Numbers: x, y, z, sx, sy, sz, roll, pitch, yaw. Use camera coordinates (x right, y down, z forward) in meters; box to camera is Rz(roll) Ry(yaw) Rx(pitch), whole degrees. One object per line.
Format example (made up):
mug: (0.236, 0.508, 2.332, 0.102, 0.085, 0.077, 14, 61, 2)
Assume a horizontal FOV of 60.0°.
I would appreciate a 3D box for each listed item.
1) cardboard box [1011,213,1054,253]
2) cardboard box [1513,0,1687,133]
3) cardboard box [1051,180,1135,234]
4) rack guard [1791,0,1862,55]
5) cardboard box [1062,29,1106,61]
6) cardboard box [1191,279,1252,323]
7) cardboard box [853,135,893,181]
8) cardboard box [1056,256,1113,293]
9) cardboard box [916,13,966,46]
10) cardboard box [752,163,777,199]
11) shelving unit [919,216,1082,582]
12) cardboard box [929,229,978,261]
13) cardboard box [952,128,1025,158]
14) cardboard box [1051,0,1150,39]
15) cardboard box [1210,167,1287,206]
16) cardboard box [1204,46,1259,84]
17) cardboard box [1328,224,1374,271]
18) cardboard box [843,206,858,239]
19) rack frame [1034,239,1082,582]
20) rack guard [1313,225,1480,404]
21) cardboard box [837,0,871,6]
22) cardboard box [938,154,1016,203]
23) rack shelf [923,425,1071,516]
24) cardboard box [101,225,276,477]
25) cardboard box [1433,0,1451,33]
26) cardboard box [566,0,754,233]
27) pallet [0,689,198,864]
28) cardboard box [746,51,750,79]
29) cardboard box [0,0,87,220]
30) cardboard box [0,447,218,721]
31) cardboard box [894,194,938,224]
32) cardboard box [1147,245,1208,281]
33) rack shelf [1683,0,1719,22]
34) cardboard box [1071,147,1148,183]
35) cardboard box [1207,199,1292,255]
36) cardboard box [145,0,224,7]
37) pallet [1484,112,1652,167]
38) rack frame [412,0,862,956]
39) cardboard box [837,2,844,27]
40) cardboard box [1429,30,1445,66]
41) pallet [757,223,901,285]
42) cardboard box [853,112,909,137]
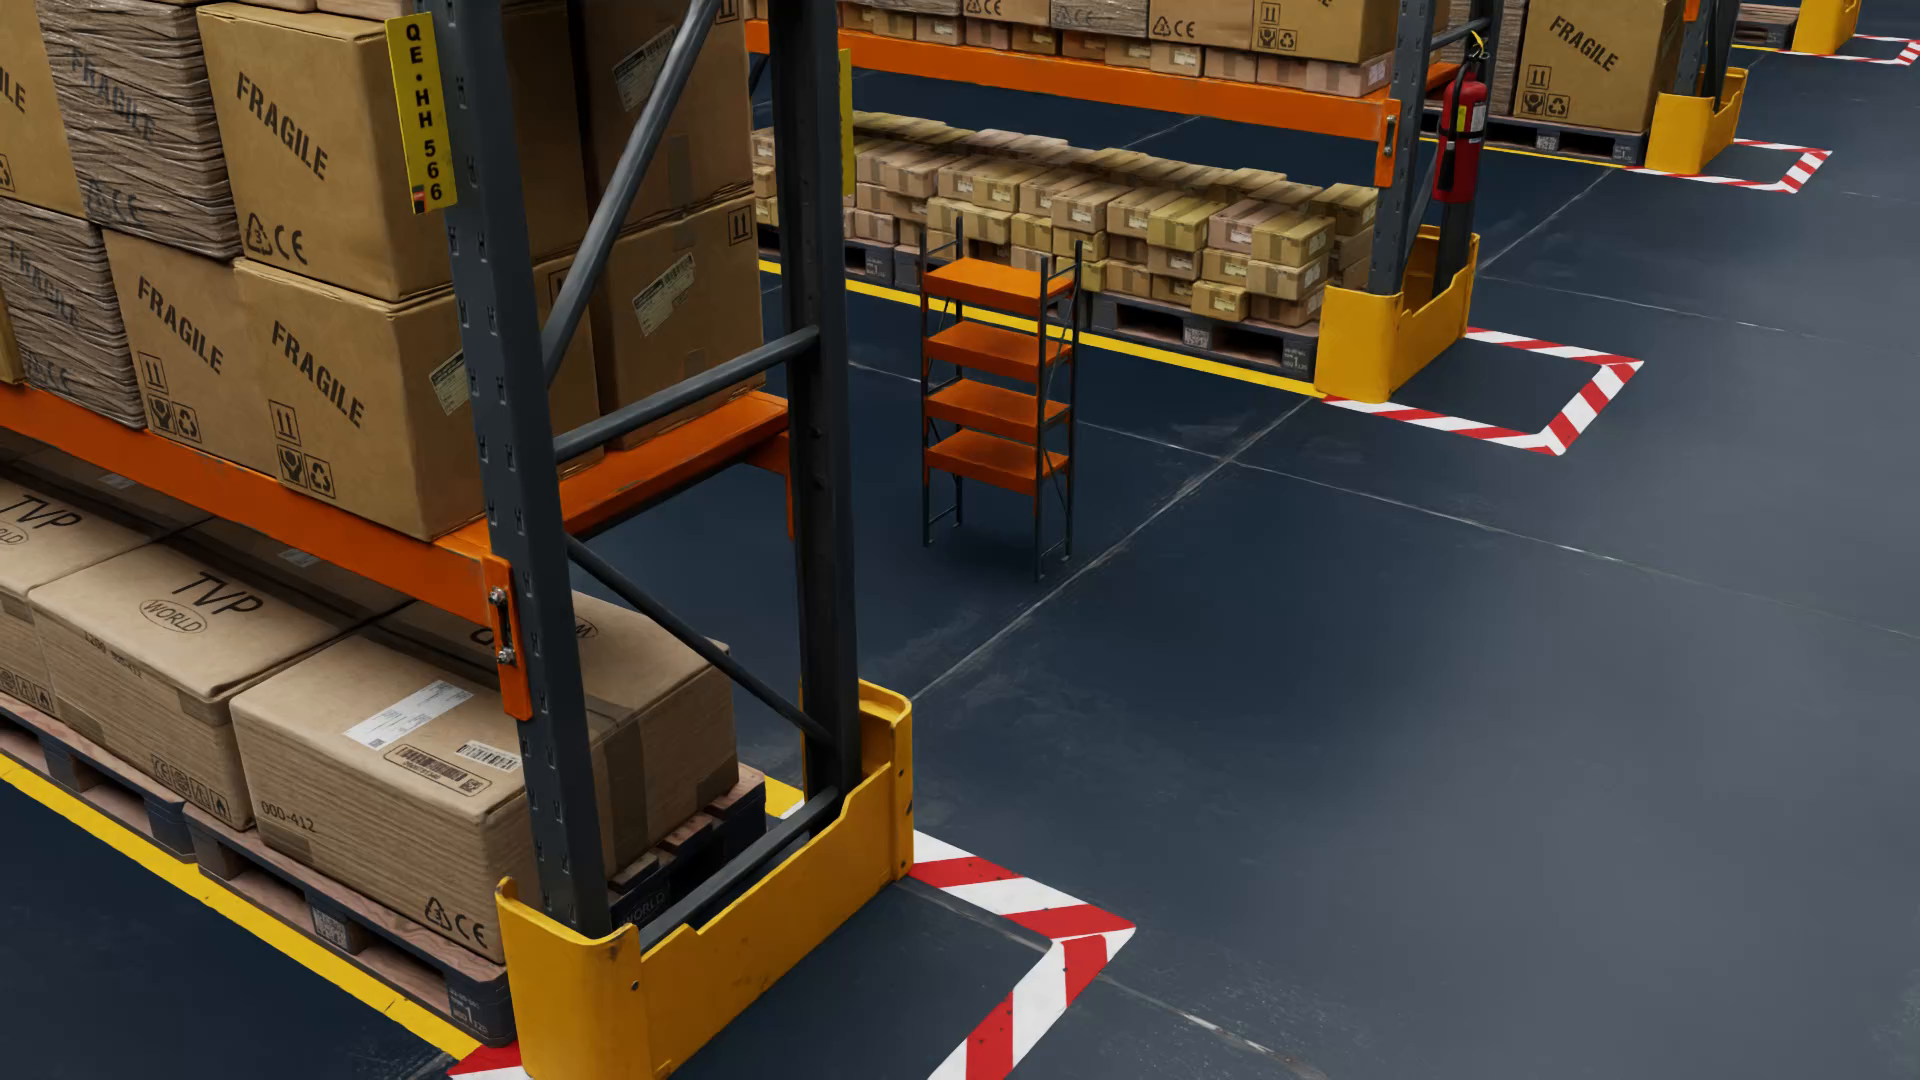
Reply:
cardboard box: (0.467, -1.589, 8.417, 0.250, 0.149, 0.380, 19, 33, 33)
cardboard box: (4.446, -3.380, 11.464, 0.875, 0.875, 0.875, 17, 32, 30)
cardboard box: (0.657, -1.643, 8.196, 0.250, 0.149, 0.380, 19, 32, 32)
rack guard: (7.851, -4.742, 15.017, 0.348, 0.500, 1.175, 17, 32, 30)
cardboard box: (0.687, -2.407, 7.949, 0.250, 0.149, 0.380, 16, 31, 28)
cardboard box: (1.306, -1.179, 7.940, 0.250, 0.149, 0.380, 18, 32, 32)
cardboard box: (-0.573, -2.081, 9.056, 0.250, 0.149, 0.380, 17, 31, 30)
cardboard box: (0.681, -1.380, 8.334, 0.250, 0.149, 0.380, 16, 31, 28)
cardboard box: (-0.008, -2.577, 8.284, 0.250, 0.149, 0.380, 19, 33, 32)
cardboard box: (-1.052, -2.041, 9.305, 0.250, 0.149, 0.380, 19, 33, 33)
shelving unit: (0.136, -0.492, 5.894, 0.503, 1.200, 0.258, 17, 32, 30)
cardboard box: (0.041, -1.589, 8.746, 0.250, 0.149, 0.380, 16, 31, 29)
cardboard box: (0.159, -2.149, 9.190, 0.250, 0.149, 0.380, 16, 31, 28)
cardboard box: (0.767, -2.634, 7.681, 0.500, 0.500, 0.500, 17, 32, 30)
cardboard box: (1.458, -1.759, 8.423, 0.250, 0.149, 0.380, 17, 32, 30)
cardboard box: (1.300, -2.180, 7.503, 0.250, 0.149, 0.380, 17, 32, 30)
cardboard box: (1.841, -1.457, 8.158, 0.250, 0.149, 0.380, 19, 32, 32)
cardboard box: (-0.598, -1.795, 9.149, 0.250, 0.149, 0.380, 17, 32, 30)
rack frame: (0.338, -0.430, 5.771, 0.015, 1.200, 0.240, 17, 32, 30)
rack guard: (2.065, -1.083, 7.826, 0.348, 0.500, 1.175, 17, 32, 30)
cardboard box: (-0.492, -3.036, 8.470, 0.500, 0.500, 0.500, 17, 32, 30)
cardboard box: (0.090, -1.887, 8.676, 0.250, 0.149, 0.380, 16, 31, 28)
rack shelf: (0.136, -0.255, 6.015, 0.480, 0.148, 0.258, 17, 32, 30)
cardboard box: (-1.544, -0.505, 3.824, 0.500, 0.500, 0.500, 17, 31, 29)
cardboard box: (1.914, -2.573, 7.560, 0.500, 0.500, 0.500, 19, 33, 33)
cardboard box: (-0.826, -1.021, 3.736, 0.500, 0.500, 0.500, 17, 31, 29)
pallet: (-2.296, 0.453, 5.128, 1.213, 0.211, 1.003, 17, 32, 30)
cardboard box: (-1.629, -2.900, 10.108, 0.500, 0.250, 0.500, 16, 31, 28)
cardboard box: (-1.977, -1.077, 3.846, 0.500, 0.500, 0.500, 17, 32, 30)
cardboard box: (-2.694, 0.058, 5.191, 0.875, 0.438, 0.875, 16, 31, 29)
cardboard box: (-0.137, -1.810, 8.853, 0.250, 0.149, 0.380, 19, 33, 33)
cardboard box: (1.102, -1.388, 8.022, 0.250, 0.149, 0.380, 16, 31, 28)
rack shelf: (3.371, -4.199, 11.986, 4.000, 0.370, 1.077, 17, 32, 30)
cardboard box: (0.792, -1.951, 8.801, 0.250, 0.149, 0.380, 18, 32, 31)
cardboard box: (1.373, -1.486, 7.887, 0.250, 0.149, 0.380, 18, 32, 31)
cardboard box: (-1.484, -1.188, 3.350, 0.250, 0.149, 0.380, 17, 32, 30)
pallet: (4.316, -2.939, 11.792, 1.213, 0.211, 1.003, 17, 32, 30)
rack frame: (-0.592, -0.301, 3.533, 0.127, 3.000, 1.000, 17, 32, 30)
cardboard box: (-0.617, -2.810, 8.741, 0.250, 0.149, 0.380, 16, 31, 28)
cardboard box: (2.046, -2.271, 7.682, 0.250, 0.149, 0.380, 17, 32, 30)
pallet: (-0.596, -1.802, 9.559, 1.213, 0.211, 1.003, 17, 32, 30)
cardboard box: (-0.496, -2.341, 9.568, 0.250, 0.149, 0.380, 18, 32, 31)
